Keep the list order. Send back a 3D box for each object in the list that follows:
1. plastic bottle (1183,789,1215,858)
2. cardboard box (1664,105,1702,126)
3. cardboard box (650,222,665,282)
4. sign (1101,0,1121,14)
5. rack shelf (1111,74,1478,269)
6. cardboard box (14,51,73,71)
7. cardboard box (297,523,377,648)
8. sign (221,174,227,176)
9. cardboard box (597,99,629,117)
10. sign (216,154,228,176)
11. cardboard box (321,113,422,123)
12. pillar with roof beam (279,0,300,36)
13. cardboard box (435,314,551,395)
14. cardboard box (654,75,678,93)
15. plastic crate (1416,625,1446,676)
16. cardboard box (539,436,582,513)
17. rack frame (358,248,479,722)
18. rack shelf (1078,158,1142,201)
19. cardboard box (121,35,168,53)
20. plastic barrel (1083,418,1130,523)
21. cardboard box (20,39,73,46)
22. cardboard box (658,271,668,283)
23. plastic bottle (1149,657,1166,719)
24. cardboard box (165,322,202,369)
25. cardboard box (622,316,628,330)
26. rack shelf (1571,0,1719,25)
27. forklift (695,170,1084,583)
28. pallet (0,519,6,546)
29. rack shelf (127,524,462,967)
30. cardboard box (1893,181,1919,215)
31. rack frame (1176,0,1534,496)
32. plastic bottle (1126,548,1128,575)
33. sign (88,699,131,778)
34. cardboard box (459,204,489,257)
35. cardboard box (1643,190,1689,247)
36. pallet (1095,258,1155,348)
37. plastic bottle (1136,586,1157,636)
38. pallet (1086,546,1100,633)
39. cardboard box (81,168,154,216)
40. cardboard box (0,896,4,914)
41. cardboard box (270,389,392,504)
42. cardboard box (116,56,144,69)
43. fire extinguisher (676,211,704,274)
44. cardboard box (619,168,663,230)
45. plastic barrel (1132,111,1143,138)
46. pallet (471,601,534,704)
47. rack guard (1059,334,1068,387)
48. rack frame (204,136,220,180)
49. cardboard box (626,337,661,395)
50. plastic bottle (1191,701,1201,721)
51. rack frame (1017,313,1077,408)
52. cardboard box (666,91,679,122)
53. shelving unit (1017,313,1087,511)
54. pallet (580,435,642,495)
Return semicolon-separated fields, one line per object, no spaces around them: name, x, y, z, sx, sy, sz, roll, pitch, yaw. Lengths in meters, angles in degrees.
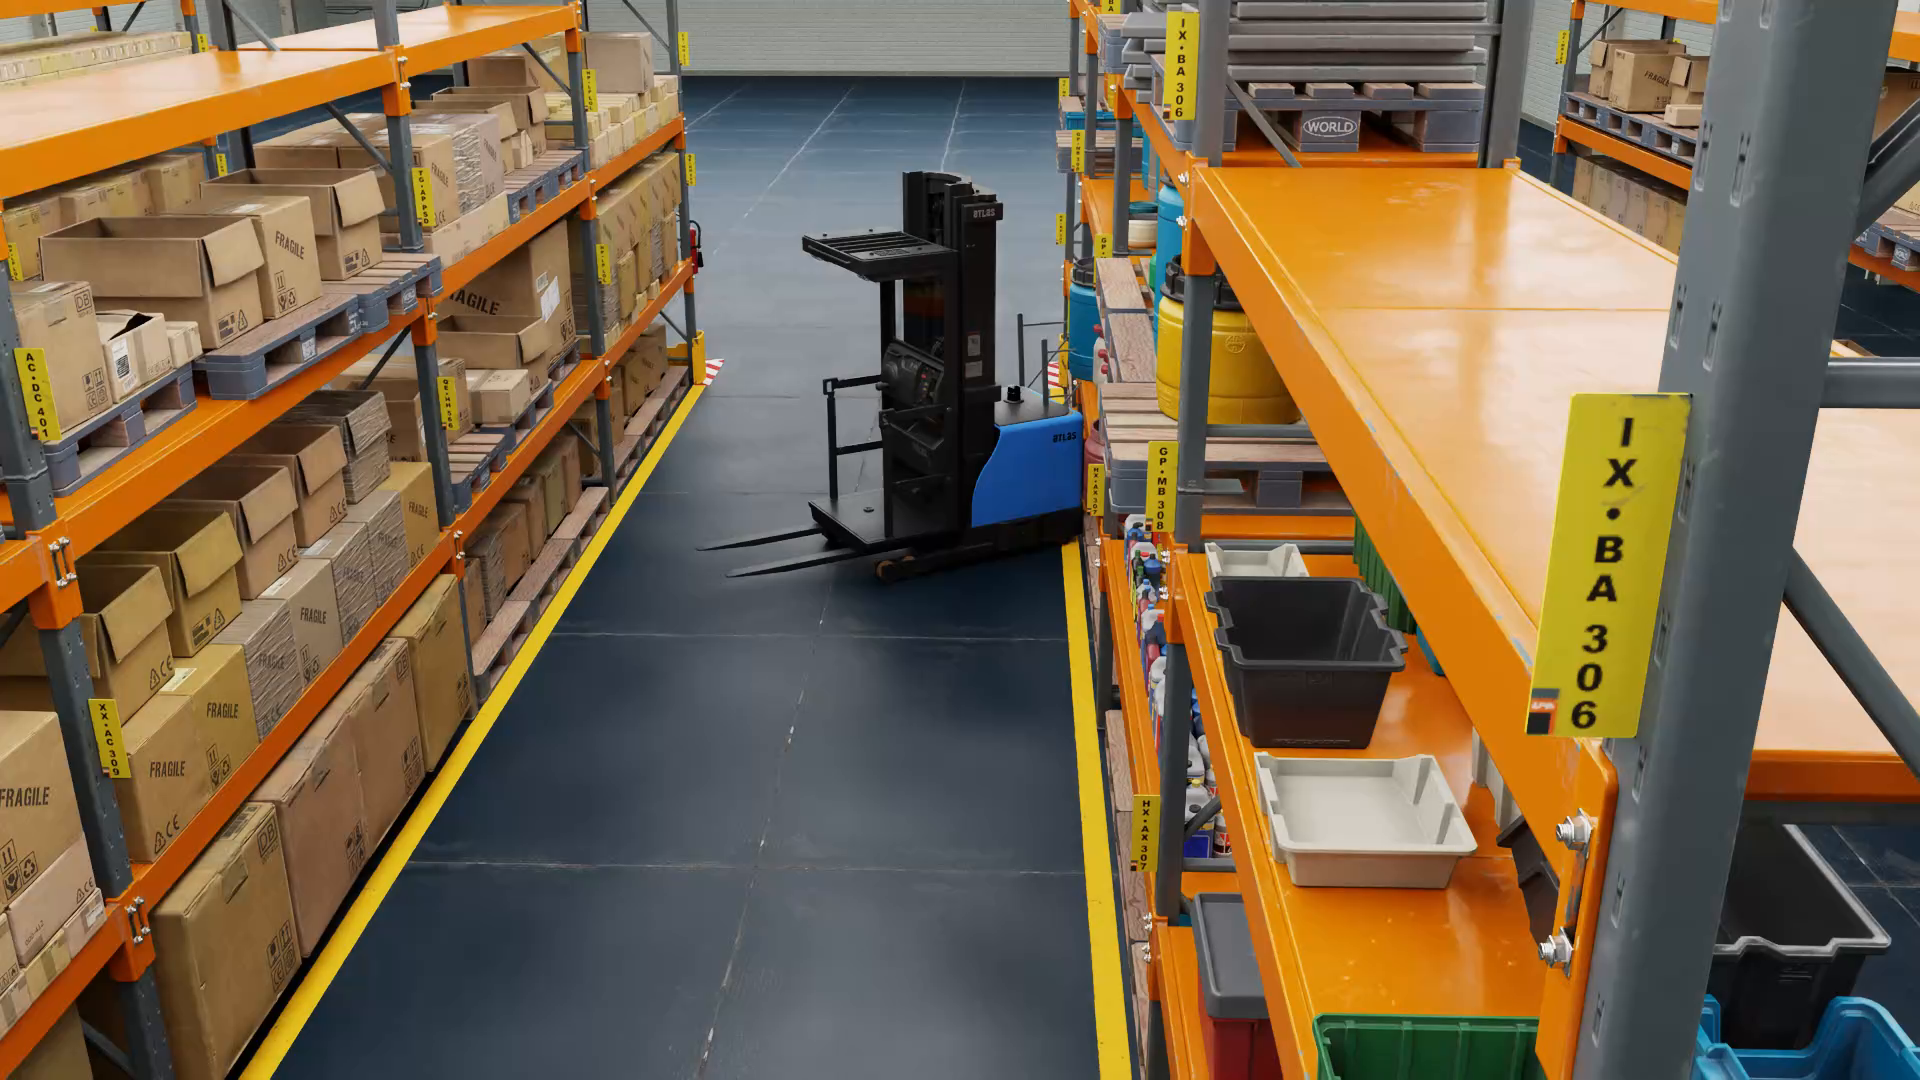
plastic bottle;0.928;1.140;6.616;0.152;0.276;0.135;1;21;2
cardboard box;6.197;-3.590;14.061;0.380;0.149;0.250;1;21;2
cardboard box;-3.344;-2.790;16.022;0.875;0.500;0.500;1;21;2
sign;0.811;-2.868;8.927;0.100;0.325;0.005;1;21;2
rack shelf;1.300;-1.770;7.198;1.077;0.370;4.000;1;21;2
cardboard box;-8.043;-4.202;14.591;0.380;0.149;0.250;1;21;2
cardboard box;-3.390;0.230;8.652;0.500;0.500;0.500;0;21;0
sign;-4.132;-1.919;9.466;0.100;0.325;0.005;1;21;2
cardboard box;-3.148;-3.819;14.735;0.380;0.149;0.250;0;21;1
sign;-7.759;-3.896;17.494;0.100;0.325;0.005;1;21;2
cardboard box;-3.790;-2.490;10.825;0.500;0.500;0.500;1;21;3
pillar with roof beam;-13.920;-16.682;44.083;9.100;9.000;0.400;1;21;2
cardboard box;-3.428;-1.335;12.100;0.797;0.503;0.637;3;21;7
cardboard box;-3.043;-4.576;16.685;0.380;0.149;0.250;1;21;2
plastic crate;1.531;0.240;4.847;0.416;0.233;0.300;1;21;2
cardboard box;-3.508;-0.537;13.613;0.700;0.500;0.500;-1;21;-3
rack frame;-3.590;-0.273;10.085;1.000;3.000;0.127;1;21;2
rack shelf;1.544;-3.451;15.123;1.077;0.370;4.000;1;21;2
cardboard box;-7.989;-4.843;16.244;0.380;0.149;0.250;1;21;3
plastic barrel;1.072;-0.453;10.361;0.600;0.536;0.708;1;21;2
cardboard box;-8.661;-4.667;15.790;0.380;0.149;0.250;0;21;1
cardboard box;-3.136;-2.671;16.614;0.380;0.149;0.250;1;21;2
plastic bottle;0.966;0.693;7.768;0.152;0.276;0.135;1;21;2
cardboard box;-3.516;-0.840;7.168;0.380;0.149;0.250;0;21;-1
cardboard box;-3.162;-1.948;14.749;0.380;0.149;0.250;1;21;2
rack shelf;6.495;-4.607;14.509;1.077;0.370;4.000;1;21;2
forklift;-0.546;-1.258;12.719;3.031;2.935;1.130;-11;24;-27
pallet;-3.747;0.112;5.069;1.003;0.211;1.213;1;21;2
rack shelf;-3.650;0.786;8.351;1.077;0.370;4.000;1;21;2
cardboard box;6.296;-2.248;10.655;0.500;0.250;0.500;0;21;1
rack frame;1.239;-1.569;5.132;1.000;3.000;0.127;1;21;2
plastic bottle;0.991;0.104;9.388;0.097;0.201;0.097;0;21;0
sign;-3.156;0.739;6.172;0.100;0.325;0.005;1;21;2
cardboard box;-3.305;-1.954;10.479;0.500;0.250;0.500;1;21;3
cardboard box;6.471;-2.784;14.626;0.700;0.500;0.500;1;21;2
pallet;1.240;-1.253;8.726;1.003;0.211;1.213;1;21;2
plastic bottle;0.966;0.370;8.605;0.097;0.271;0.097;0;21;0
pallet;1.463;0.362;12.304;1.003;0.211;1.213;1;21;2
cardboard box;-8.428;-3.295;16.174;0.875;0.550;0.550;1;21;2
cardboard box;-3.477;1.105;5.293;0.500;0.500;0.500;1;21;2
cardboard box;-3.628;-0.523;9.205;0.797;0.503;0.637;1;21;3
cardboard box;-8.069;-4.424;15.713;0.500;0.250;0.500;1;21;1
fire extinguisher;-2.882;-3.165;17.647;0.296;0.674;0.183;1;21;2
cardboard box;-3.143;-3.253;15.836;0.500;0.500;0.500;1;21;2
plastic barrel;1.620;-3.851;13.887;0.600;0.901;0.708;1;21;2
pallet;-3.564;0.745;11.318;1.003;0.211;1.213;1;21;2
rack guard;1.649;-1.917;17.779;1.175;0.500;0.348;1;21;2
rack frame;-8.301;-3.256;17.775;1.000;3.000;0.127;1;21;2
cardboard box;-3.366;-1.754;16.777;0.500;0.500;0.500;6;22;16
plastic bottle;1.080;0.822;7.441;0.097;0.271;0.097;0;21;0
rack frame;0.762;-1.227;14.313;0.500;1.500;0.032;-5;20;-8
cardboard box;-3.107;-4.317;16.568;0.500;0.250;0.500;1;21;3
shelving unit;0.842;-1.058;13.831;0.587;1.500;1.083;-5;20;-8
pallet;-3.483;-0.662;14.944;1.003;0.211;1.213;1;21;2
